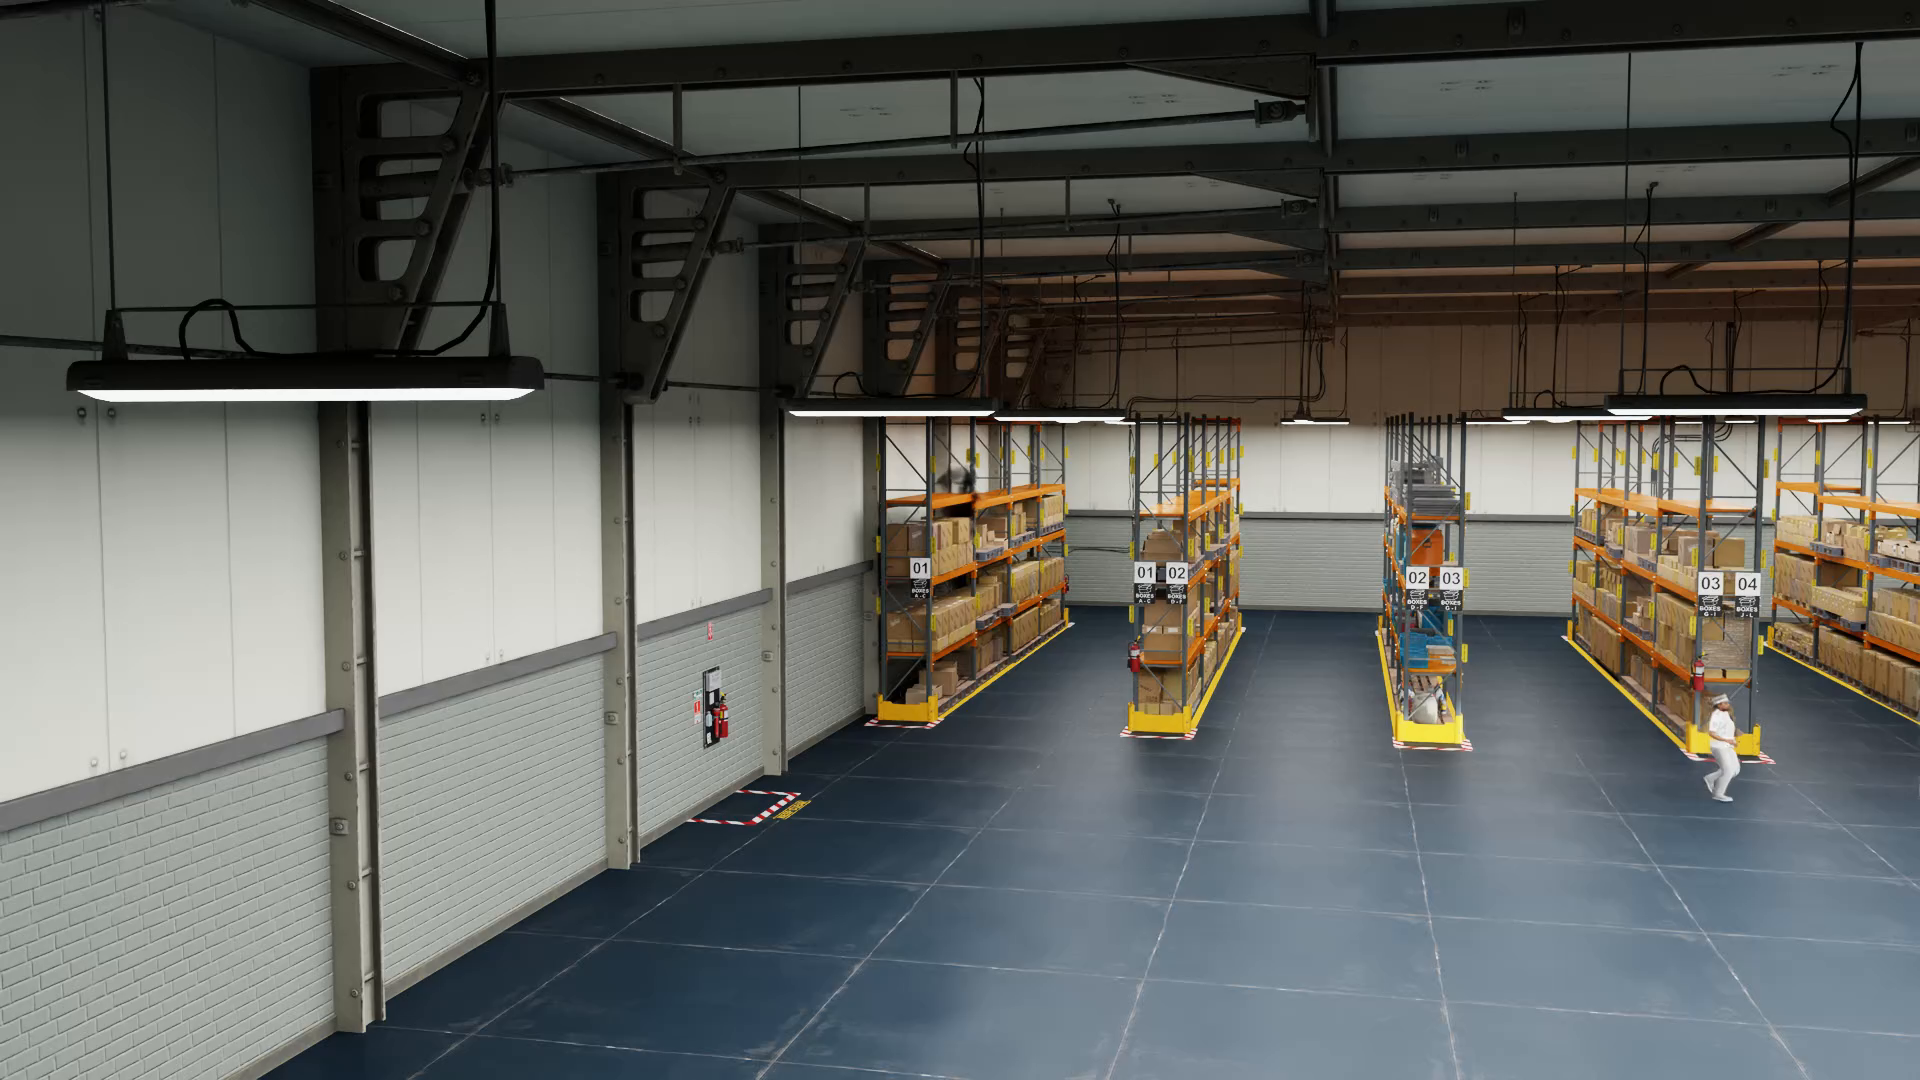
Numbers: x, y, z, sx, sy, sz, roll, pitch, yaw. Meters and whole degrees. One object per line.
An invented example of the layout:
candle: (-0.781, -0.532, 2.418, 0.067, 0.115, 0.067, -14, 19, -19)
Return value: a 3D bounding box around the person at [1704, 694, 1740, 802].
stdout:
person: (11.700, 3.171, 25.478, 0.572, 1.651, 0.539, -4, 5, -45)
